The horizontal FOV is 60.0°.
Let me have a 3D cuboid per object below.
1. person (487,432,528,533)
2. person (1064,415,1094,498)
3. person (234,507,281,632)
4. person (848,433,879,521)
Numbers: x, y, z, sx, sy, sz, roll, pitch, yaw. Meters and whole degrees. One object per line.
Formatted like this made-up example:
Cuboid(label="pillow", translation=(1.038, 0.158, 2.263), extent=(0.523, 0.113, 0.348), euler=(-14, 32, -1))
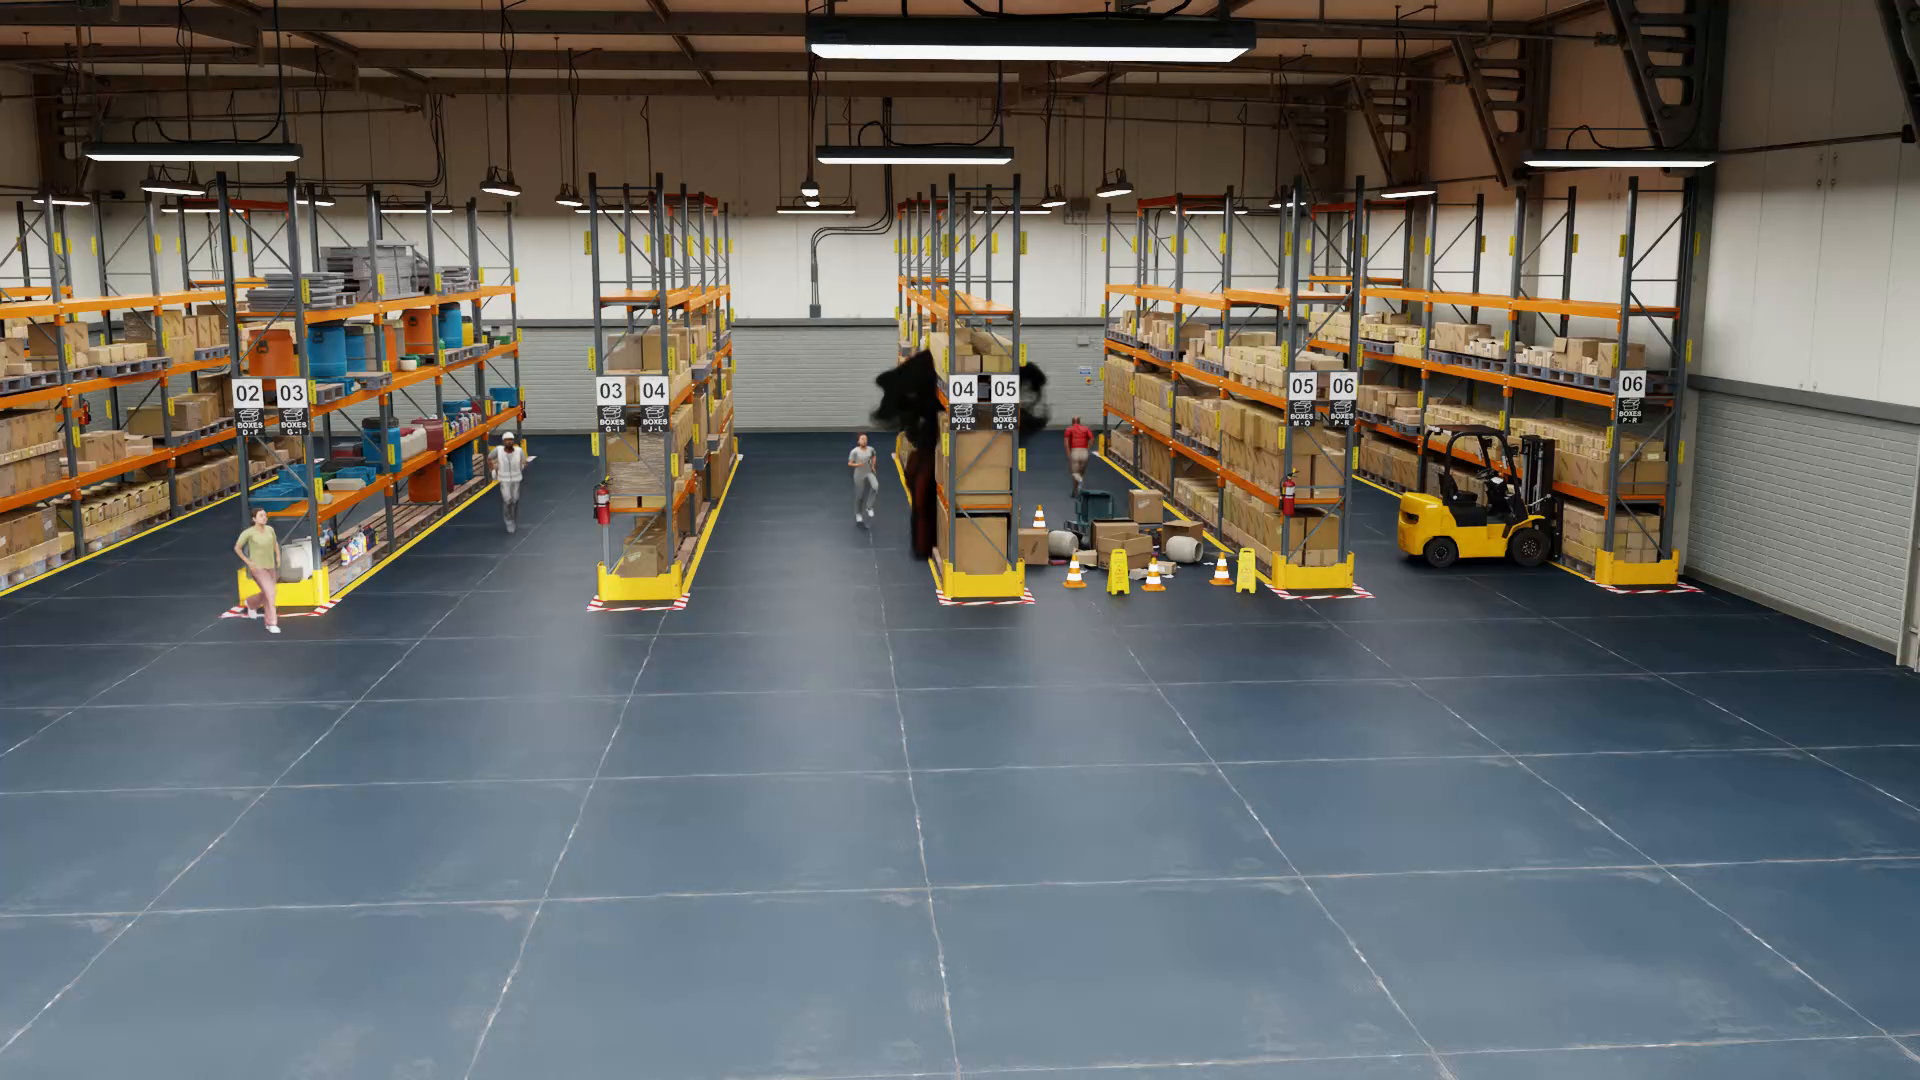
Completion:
Cuboid(label="person", translation=(-7.973, -1.012, 29.416), extent=(0.679, 1.812, 0.793), euler=(-4, 11, -24))
Cuboid(label="person", translation=(2.389, -1.622, 33.180), extent=(0.638, 1.677, 0.824), euler=(-1, 10, -8))
Cuboid(label="person", translation=(-9.254, 0.381, 21.937), extent=(0.743, 1.667, 0.602), euler=(6, 11, 29))
Cuboid(label="person", translation=(-1.743, -1.120, 29.955), extent=(0.560, 1.639, 0.906), euler=(-3, 10, -15))
